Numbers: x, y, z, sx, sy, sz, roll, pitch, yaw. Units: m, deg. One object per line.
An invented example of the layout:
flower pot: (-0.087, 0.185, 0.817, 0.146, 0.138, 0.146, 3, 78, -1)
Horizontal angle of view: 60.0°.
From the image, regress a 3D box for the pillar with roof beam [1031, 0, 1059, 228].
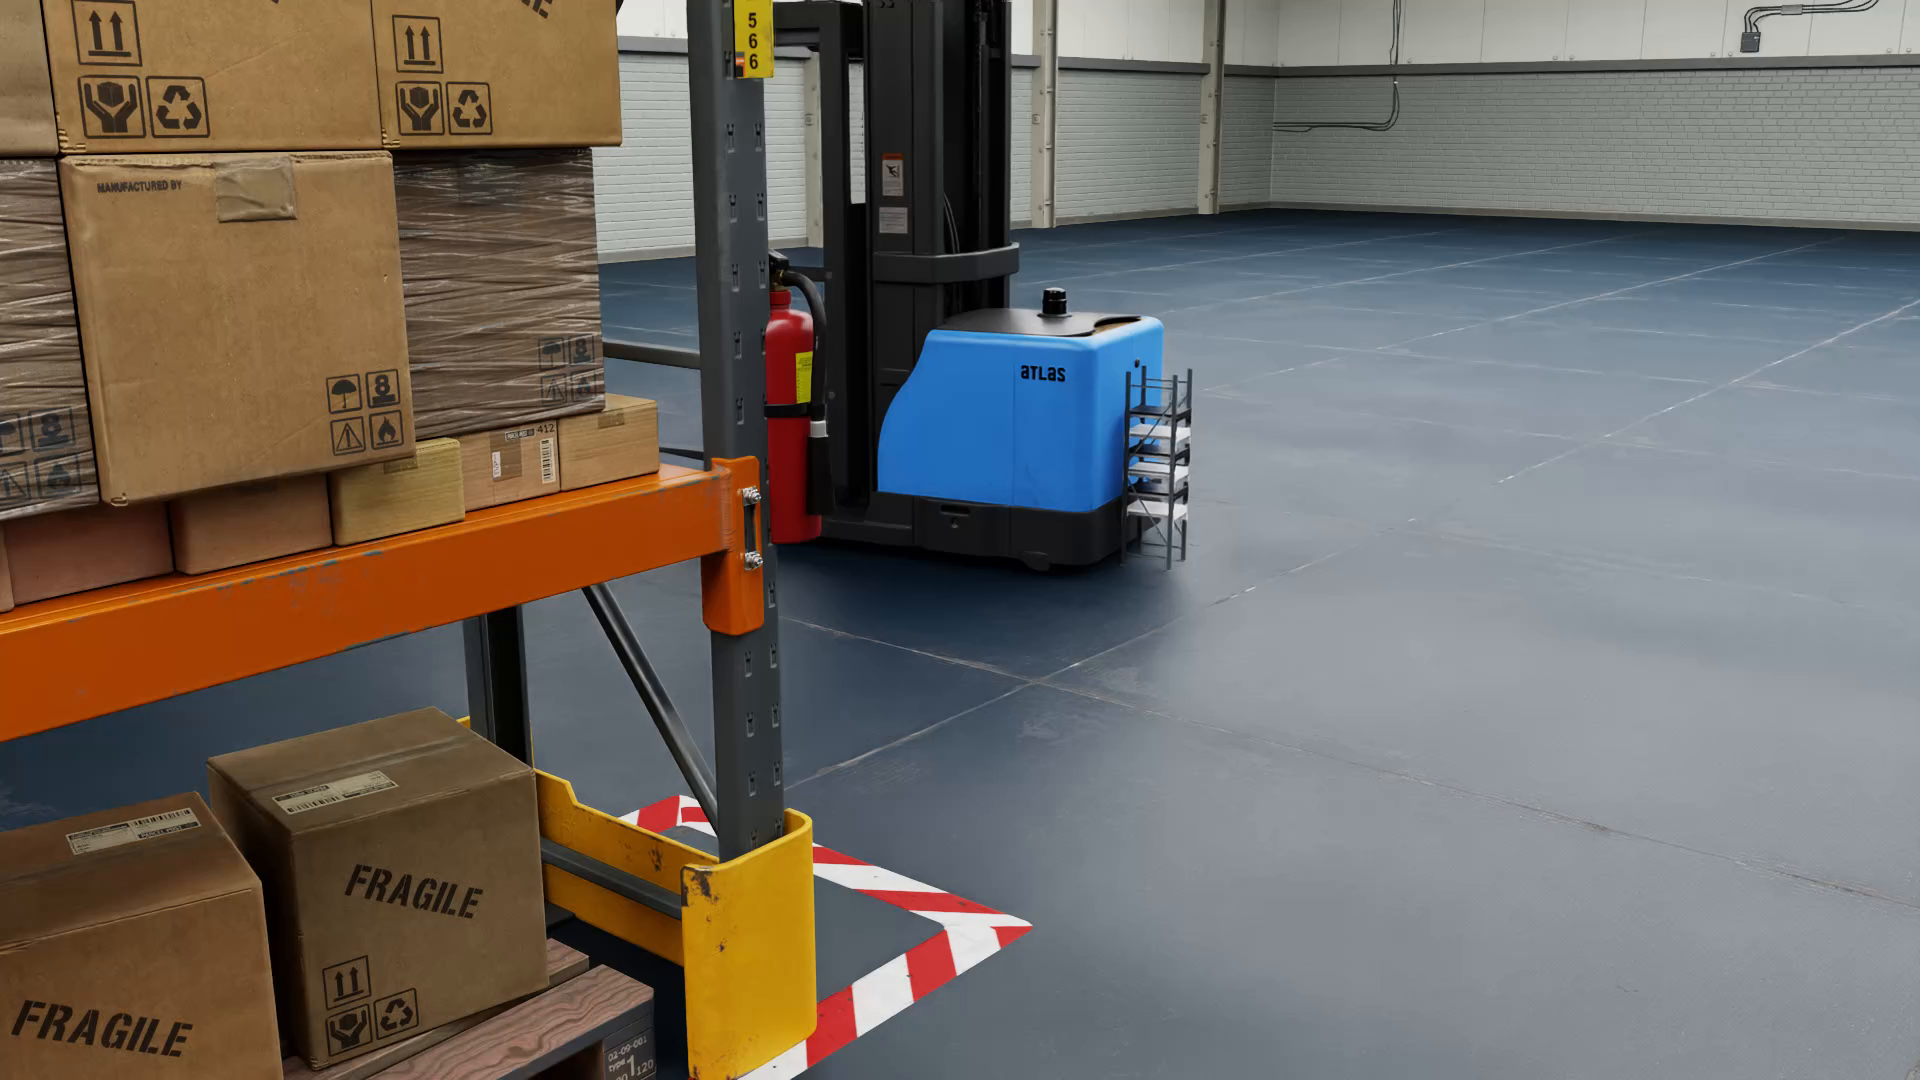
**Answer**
pillar with roof beam: (4.910, -9.568, 27.509, 9.100, 9.000, 0.400, 11, 18, 38)

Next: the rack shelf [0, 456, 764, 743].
rack shelf: (-2.070, 0.309, 2.277, 1.077, 0.370, 4.000, 11, 18, 38)

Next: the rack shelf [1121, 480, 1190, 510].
rack shelf: (0.894, -0.207, 7.608, 0.258, 0.077, 0.200, 7, 16, 25)

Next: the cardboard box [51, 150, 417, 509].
cardboard box: (-1.401, -0.400, 2.799, 0.875, 0.500, 0.500, 11, 18, 38)

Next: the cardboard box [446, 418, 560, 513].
cardboard box: (-0.989, -0.167, 3.198, 0.380, 0.149, 0.250, 11, 18, 38)

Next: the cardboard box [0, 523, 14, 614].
cardboard box: (-1.605, 0.027, 2.434, 0.380, 0.149, 0.250, 11, 18, 38)

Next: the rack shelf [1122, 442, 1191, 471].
rack shelf: (0.895, -0.381, 7.564, 0.258, 0.077, 0.200, 7, 16, 25)

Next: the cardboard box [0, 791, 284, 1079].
cardboard box: (-1.568, 0.822, 3.020, 0.500, 0.500, 0.500, -10, 17, -35)

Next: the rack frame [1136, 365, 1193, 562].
rack frame: (0.939, -0.349, 7.666, 0.240, 0.900, 0.006, 7, 16, 25)

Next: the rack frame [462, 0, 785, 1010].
rack frame: (-0.813, -0.423, 3.696, 1.000, 3.000, 0.127, 11, 18, 38)

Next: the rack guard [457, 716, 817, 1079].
rack guard: (-0.861, 0.803, 3.946, 1.175, 0.500, 0.348, 11, 18, 38)

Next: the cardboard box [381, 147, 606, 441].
cardboard box: (-1.180, -0.515, 3.249, 0.875, 0.500, 0.500, 11, 18, 38)

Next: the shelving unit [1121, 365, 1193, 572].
shelving unit: (0.895, -0.326, 7.578, 0.258, 0.900, 0.210, 7, 16, 25)

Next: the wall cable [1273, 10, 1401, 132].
wall cable: (8.212, -10.238, 36.452, 3.097, 2.526, 0.112, 11, 18, 38)

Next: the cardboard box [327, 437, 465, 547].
cardboard box: (-1.107, -0.111, 2.978, 0.380, 0.149, 0.250, 11, 18, 38)

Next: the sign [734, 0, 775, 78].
sign: (-0.394, -1.048, 3.161, 0.100, 0.325, 0.005, 11, 18, 38)

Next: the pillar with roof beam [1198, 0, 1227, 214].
pillar with roof beam: (8.681, -10.717, 32.032, 9.100, 9.000, 0.400, 11, 18, 38)

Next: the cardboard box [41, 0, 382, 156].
cardboard box: (-1.277, -0.860, 2.578, 0.500, 0.500, 0.500, 11, 18, 38)

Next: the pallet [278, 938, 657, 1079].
pallet: (-1.399, 1.093, 3.391, 1.003, 0.211, 1.213, 11, 18, 38)

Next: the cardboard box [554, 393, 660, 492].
cardboard box: (-0.832, -0.215, 3.386, 0.380, 0.149, 0.250, 11, 18, 38)

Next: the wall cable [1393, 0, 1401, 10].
wall cable: (10.317, -12.267, 34.183, 3.097, 2.526, 0.112, 11, 18, 38)

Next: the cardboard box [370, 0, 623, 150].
cardboard box: (-0.967, -0.957, 2.959, 0.500, 0.500, 0.500, 11, 18, 38)

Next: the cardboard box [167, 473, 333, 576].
cardboard box: (-1.276, -0.066, 2.799, 0.380, 0.149, 0.250, 11, 18, 38)

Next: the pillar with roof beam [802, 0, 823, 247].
pillar with roof beam: (1.139, -8.419, 22.986, 9.100, 9.000, 0.400, 11, 18, 38)

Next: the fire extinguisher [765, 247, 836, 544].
fire extinguisher: (-0.383, -0.336, 3.511, 0.296, 0.674, 0.183, 11, 18, 38)

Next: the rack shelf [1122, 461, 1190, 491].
rack shelf: (0.895, -0.294, 7.586, 0.258, 0.077, 0.200, 7, 16, 25)

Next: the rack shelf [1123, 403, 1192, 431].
rack shelf: (0.895, -0.556, 7.519, 0.258, 0.077, 0.200, 7, 16, 25)

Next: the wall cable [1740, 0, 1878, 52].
wall cable: (15.586, -11.919, 29.856, 2.305, 6.003, 0.169, 11, 18, 38)

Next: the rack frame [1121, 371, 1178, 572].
rack frame: (0.850, -0.304, 7.489, 0.240, 0.900, 0.006, 7, 16, 25)

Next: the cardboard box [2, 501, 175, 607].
cardboard box: (-1.465, -0.024, 2.636, 0.380, 0.149, 0.250, 11, 18, 38)

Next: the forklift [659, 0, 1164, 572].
forklift: (-0.565, -1.508, 8.106, 3.031, 2.935, 1.130, 7, 16, 25)

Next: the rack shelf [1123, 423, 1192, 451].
rack shelf: (0.895, -0.468, 7.542, 0.258, 0.077, 0.200, 7, 16, 25)

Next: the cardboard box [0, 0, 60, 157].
cardboard box: (-1.593, -0.765, 2.203, 0.500, 0.500, 0.500, 11, 18, 38)

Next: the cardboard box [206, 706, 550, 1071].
cardboard box: (-1.219, 0.702, 3.491, 0.500, 0.500, 0.500, -12, 18, -39)

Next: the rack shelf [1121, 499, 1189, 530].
rack shelf: (0.894, -0.120, 7.631, 0.258, 0.077, 0.200, 7, 16, 25)

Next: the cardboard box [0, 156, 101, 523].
cardboard box: (-1.749, -0.311, 2.448, 0.875, 0.500, 0.500, 11, 18, 38)
